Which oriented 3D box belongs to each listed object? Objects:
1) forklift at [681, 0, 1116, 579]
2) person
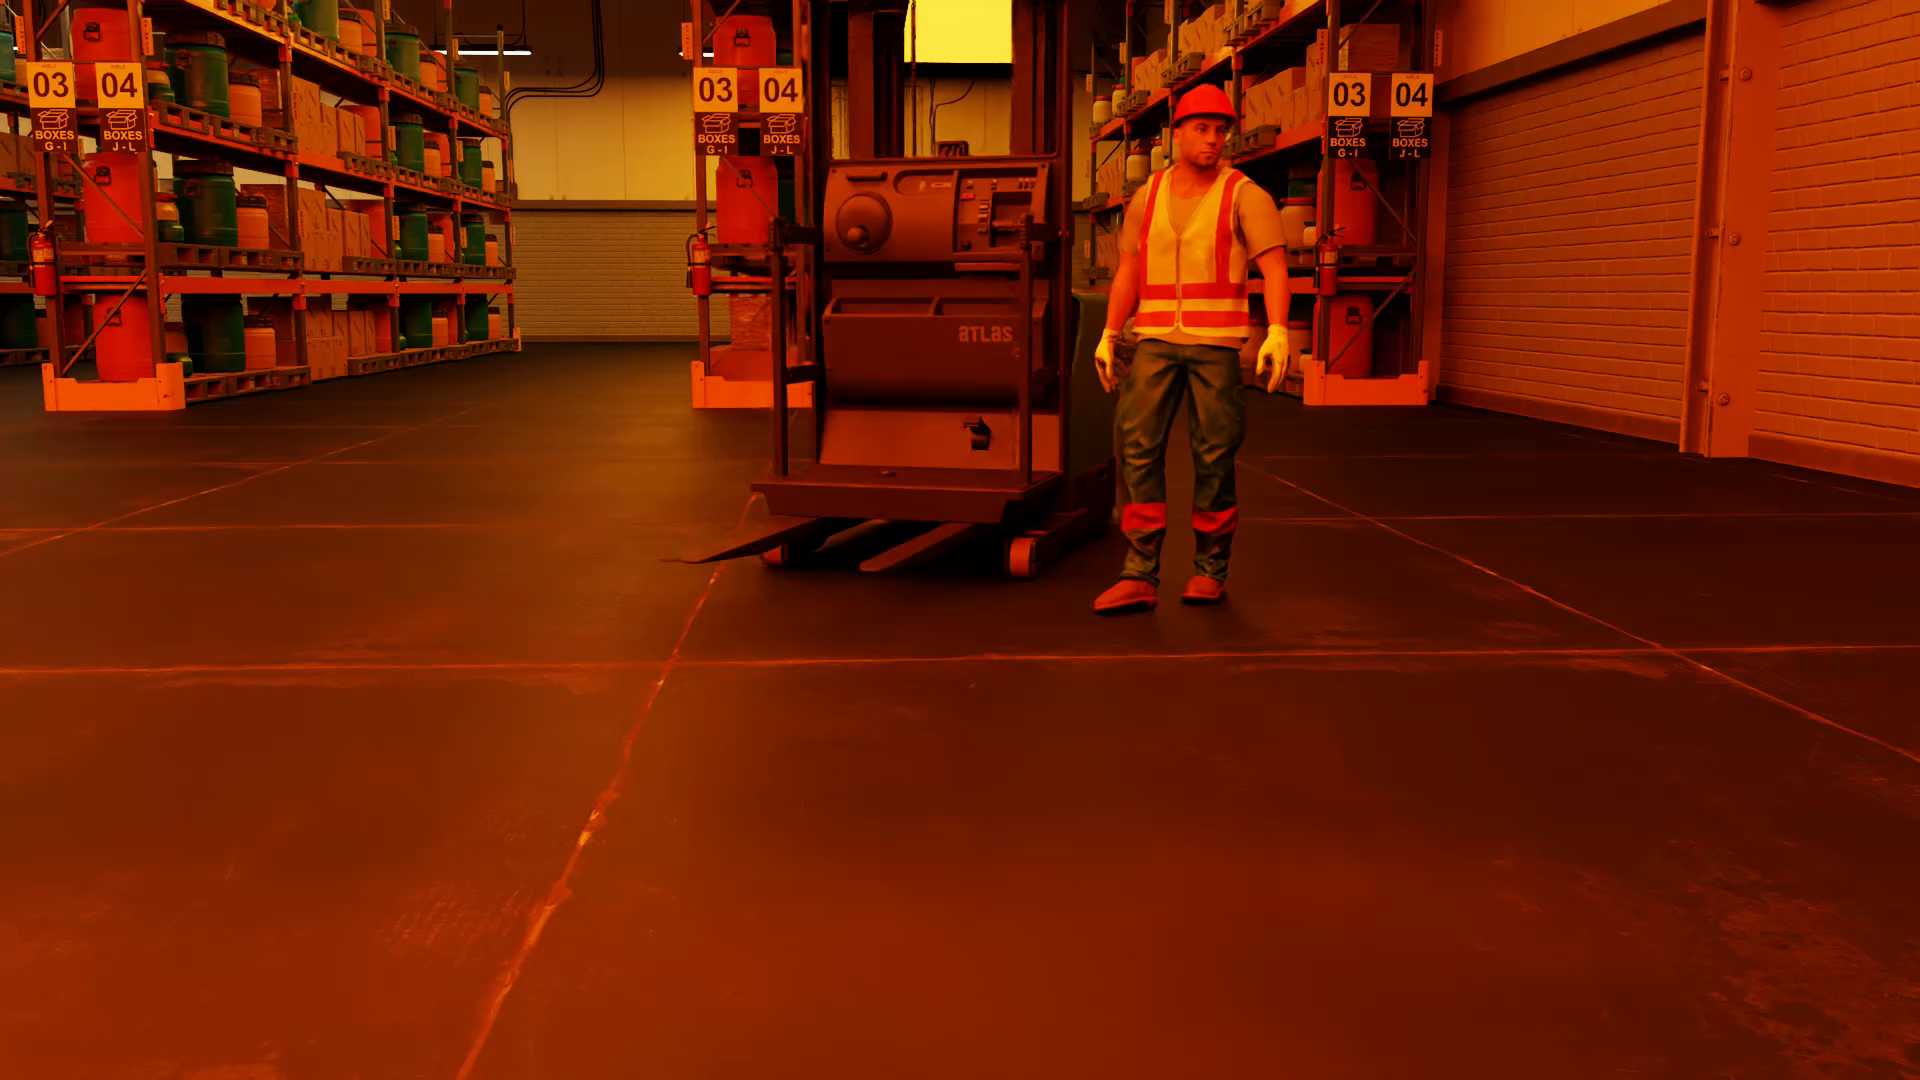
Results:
[{"bbox_3d":[-0.157,-1.362,6.506,1.130,2.935,3.031,2,9,16],"label":"forklift"},{"bbox_3d":[0.763,-0.647,5.660,0.733,1.777,0.614,4,9,23],"label":"person"}]
